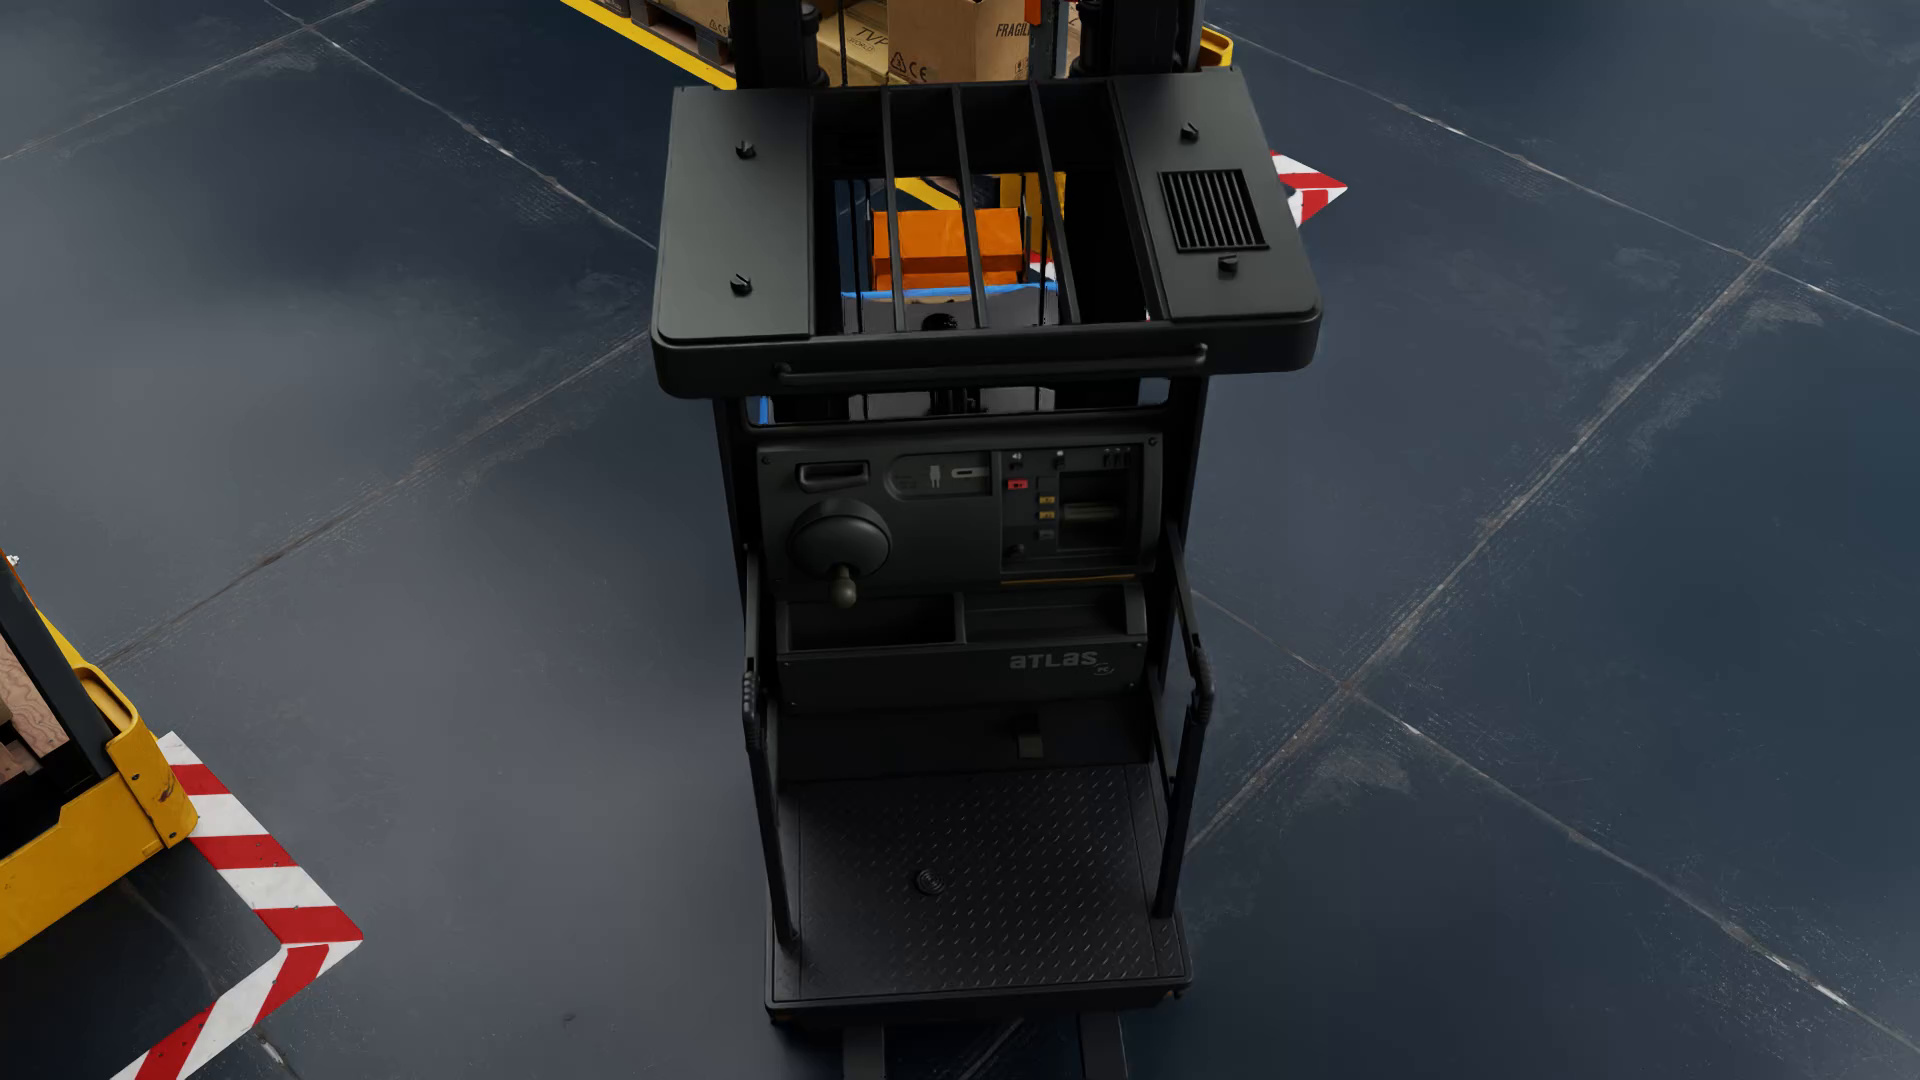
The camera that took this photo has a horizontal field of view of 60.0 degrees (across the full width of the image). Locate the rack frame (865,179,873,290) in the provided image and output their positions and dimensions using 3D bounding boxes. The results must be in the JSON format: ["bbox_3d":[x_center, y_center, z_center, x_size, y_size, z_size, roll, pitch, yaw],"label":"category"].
[{"bbox_3d":[-0.284,-0.644,5.532,0.015,1.200,0.240,-2,47,-2],"label":"rack frame"}]

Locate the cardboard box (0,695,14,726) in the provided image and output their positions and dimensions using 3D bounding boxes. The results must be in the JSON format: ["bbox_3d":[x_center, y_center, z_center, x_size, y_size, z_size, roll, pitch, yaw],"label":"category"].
[{"bbox_3d":[-3.161,0.461,4.802,0.500,0.311,0.500,28,53,24],"label":"cardboard box"}]

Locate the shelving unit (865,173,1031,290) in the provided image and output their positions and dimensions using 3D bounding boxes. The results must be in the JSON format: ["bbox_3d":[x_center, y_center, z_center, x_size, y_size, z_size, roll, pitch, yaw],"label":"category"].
[{"bbox_3d":[-0.040,-0.652,5.540,0.503,1.200,0.258,-2,47,-2],"label":"shelving unit"}]

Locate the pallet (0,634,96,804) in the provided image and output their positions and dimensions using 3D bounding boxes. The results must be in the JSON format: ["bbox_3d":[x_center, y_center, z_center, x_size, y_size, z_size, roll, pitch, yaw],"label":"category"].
[{"bbox_3d":[-3.343,0.578,5.063,1.213,0.211,1.003,34,55,28],"label":"pallet"}]

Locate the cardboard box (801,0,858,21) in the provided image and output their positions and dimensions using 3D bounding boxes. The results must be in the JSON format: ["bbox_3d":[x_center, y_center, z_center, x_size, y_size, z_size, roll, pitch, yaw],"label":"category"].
[{"bbox_3d":[-0.697,-2.626,7.241,0.500,0.500,0.500,34,55,28],"label":"cardboard box"}]

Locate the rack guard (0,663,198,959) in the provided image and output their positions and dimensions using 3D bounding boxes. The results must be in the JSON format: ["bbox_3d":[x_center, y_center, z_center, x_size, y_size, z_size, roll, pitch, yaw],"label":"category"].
[{"bbox_3d":[-2.770,0.900,4.563,0.348,0.500,1.175,34,55,28],"label":"rack guard"}]

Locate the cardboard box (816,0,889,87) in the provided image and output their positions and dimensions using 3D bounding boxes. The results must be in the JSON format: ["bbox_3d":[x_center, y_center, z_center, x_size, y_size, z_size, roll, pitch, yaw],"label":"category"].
[{"bbox_3d":[-0.327,-2.124,7.285,0.500,0.250,0.500,34,55,28],"label":"cardboard box"}]

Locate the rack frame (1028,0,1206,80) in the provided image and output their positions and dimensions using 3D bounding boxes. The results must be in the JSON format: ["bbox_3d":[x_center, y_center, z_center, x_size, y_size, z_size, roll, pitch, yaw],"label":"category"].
[{"bbox_3d":[0.643,-2.574,6.109,0.127,3.000,1.000,34,55,28],"label":"rack frame"}]

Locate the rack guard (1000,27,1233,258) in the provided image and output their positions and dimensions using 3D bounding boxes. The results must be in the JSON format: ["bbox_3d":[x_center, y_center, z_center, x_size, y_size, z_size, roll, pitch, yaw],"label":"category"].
[{"bbox_3d":[0.661,-1.707,7.010,0.348,0.500,1.175,34,55,28],"label":"rack guard"}]

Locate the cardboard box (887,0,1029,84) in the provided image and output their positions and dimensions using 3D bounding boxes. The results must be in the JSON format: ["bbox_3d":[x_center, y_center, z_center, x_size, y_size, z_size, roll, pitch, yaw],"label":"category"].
[{"bbox_3d":[0.047,-2.139,6.785,0.500,0.500,0.500,34,55,28],"label":"cardboard box"}]

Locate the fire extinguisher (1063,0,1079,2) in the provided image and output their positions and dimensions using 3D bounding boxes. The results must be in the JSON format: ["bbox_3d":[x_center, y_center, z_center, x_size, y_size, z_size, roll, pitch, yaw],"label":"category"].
[{"bbox_3d":[0.415,-2.240,5.849,0.183,0.674,0.296,34,55,28],"label":"fire extinguisher"}]

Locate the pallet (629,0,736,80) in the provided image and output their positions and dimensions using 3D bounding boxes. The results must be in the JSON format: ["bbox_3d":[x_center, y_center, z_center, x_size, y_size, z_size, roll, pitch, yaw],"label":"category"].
[{"bbox_3d":[-0.839,-2.579,8.026,1.213,0.211,1.003,34,55,28],"label":"pallet"}]

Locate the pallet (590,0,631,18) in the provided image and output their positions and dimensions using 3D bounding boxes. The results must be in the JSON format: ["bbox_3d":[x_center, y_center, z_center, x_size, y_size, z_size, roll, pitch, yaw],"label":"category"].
[{"bbox_3d":[-1.740,-3.182,8.593,1.213,0.211,1.003,34,55,28],"label":"pallet"}]

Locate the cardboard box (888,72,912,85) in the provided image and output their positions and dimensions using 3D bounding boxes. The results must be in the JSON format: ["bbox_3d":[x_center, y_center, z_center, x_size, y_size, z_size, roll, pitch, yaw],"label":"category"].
[{"bbox_3d":[0.049,-1.884,7.059,0.500,0.250,0.500,34,55,28],"label":"cardboard box"}]

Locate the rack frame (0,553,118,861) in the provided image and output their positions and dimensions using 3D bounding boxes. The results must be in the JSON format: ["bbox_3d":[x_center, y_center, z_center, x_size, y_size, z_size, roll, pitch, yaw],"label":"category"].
[{"bbox_3d":[-2.714,0.081,3.616,0.127,3.000,1.000,34,55,28],"label":"rack frame"}]

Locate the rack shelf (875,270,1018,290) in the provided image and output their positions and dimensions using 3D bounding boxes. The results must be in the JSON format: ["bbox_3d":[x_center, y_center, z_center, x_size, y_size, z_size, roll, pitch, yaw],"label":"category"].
[{"bbox_3d":[-0.040,-0.759,5.425,0.480,0.148,0.258,-2,47,-2],"label":"rack shelf"}]

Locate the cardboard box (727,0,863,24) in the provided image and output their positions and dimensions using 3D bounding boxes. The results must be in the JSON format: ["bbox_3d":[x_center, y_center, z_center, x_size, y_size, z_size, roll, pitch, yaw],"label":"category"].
[{"bbox_3d":[-0.695,-2.371,7.516,0.500,0.250,0.500,34,55,28],"label":"cardboard box"}]

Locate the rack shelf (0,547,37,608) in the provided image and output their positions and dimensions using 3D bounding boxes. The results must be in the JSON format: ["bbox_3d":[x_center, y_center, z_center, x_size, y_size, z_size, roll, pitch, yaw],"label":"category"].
[{"bbox_3d":[-4.183,-0.661,4.807,4.000,0.370,1.077,34,55,28],"label":"rack shelf"}]

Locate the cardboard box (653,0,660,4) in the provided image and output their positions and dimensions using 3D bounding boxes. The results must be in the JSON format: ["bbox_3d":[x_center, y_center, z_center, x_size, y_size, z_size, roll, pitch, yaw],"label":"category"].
[{"bbox_3d":[-1.433,-2.863,7.978,0.500,0.250,0.500,34,55,28],"label":"cardboard box"}]

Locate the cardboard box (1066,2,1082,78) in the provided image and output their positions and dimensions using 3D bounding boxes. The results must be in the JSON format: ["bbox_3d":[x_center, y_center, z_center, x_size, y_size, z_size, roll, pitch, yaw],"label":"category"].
[{"bbox_3d":[0.400,-2.161,7.320,0.500,0.250,0.500,34,55,28],"label":"cardboard box"}]

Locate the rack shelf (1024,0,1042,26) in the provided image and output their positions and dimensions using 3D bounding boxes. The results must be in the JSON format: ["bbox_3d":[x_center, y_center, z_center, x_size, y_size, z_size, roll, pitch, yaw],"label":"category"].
[{"bbox_3d":[-0.826,-3.317,7.300,4.000,0.370,1.077,34,55,28],"label":"rack shelf"}]

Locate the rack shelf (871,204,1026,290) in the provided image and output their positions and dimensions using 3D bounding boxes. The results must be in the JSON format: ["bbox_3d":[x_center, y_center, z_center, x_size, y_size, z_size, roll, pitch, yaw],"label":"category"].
[{"bbox_3d":[-0.040,-0.921,5.253,0.480,0.148,0.258,-2,47,-2],"label":"rack shelf"}]

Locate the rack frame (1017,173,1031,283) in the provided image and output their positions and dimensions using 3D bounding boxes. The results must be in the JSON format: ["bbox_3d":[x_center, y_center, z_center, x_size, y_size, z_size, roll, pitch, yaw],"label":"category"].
[{"bbox_3d":[0.203,-0.661,5.547,0.015,1.200,0.240,-2,47,-2],"label":"rack frame"}]

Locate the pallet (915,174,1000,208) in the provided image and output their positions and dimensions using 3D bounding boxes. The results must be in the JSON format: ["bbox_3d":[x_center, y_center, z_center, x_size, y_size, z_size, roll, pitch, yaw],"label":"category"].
[{"bbox_3d":[0.053,-1.975,7.460,1.213,0.211,1.003,34,55,28],"label":"pallet"}]

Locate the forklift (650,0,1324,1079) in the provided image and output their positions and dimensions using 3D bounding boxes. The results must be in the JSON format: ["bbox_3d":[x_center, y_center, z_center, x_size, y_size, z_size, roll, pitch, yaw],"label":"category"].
[{"bbox_3d":[0.020,0.042,3.700,1.130,2.935,3.031,-3,47,-3],"label":"forklift"}]

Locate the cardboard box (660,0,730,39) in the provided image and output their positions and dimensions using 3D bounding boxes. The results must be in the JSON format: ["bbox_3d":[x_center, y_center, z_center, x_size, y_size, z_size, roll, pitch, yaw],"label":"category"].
[{"bbox_3d":[-1.062,-2.619,7.749,0.500,0.250,0.500,34,55,28],"label":"cardboard box"}]
